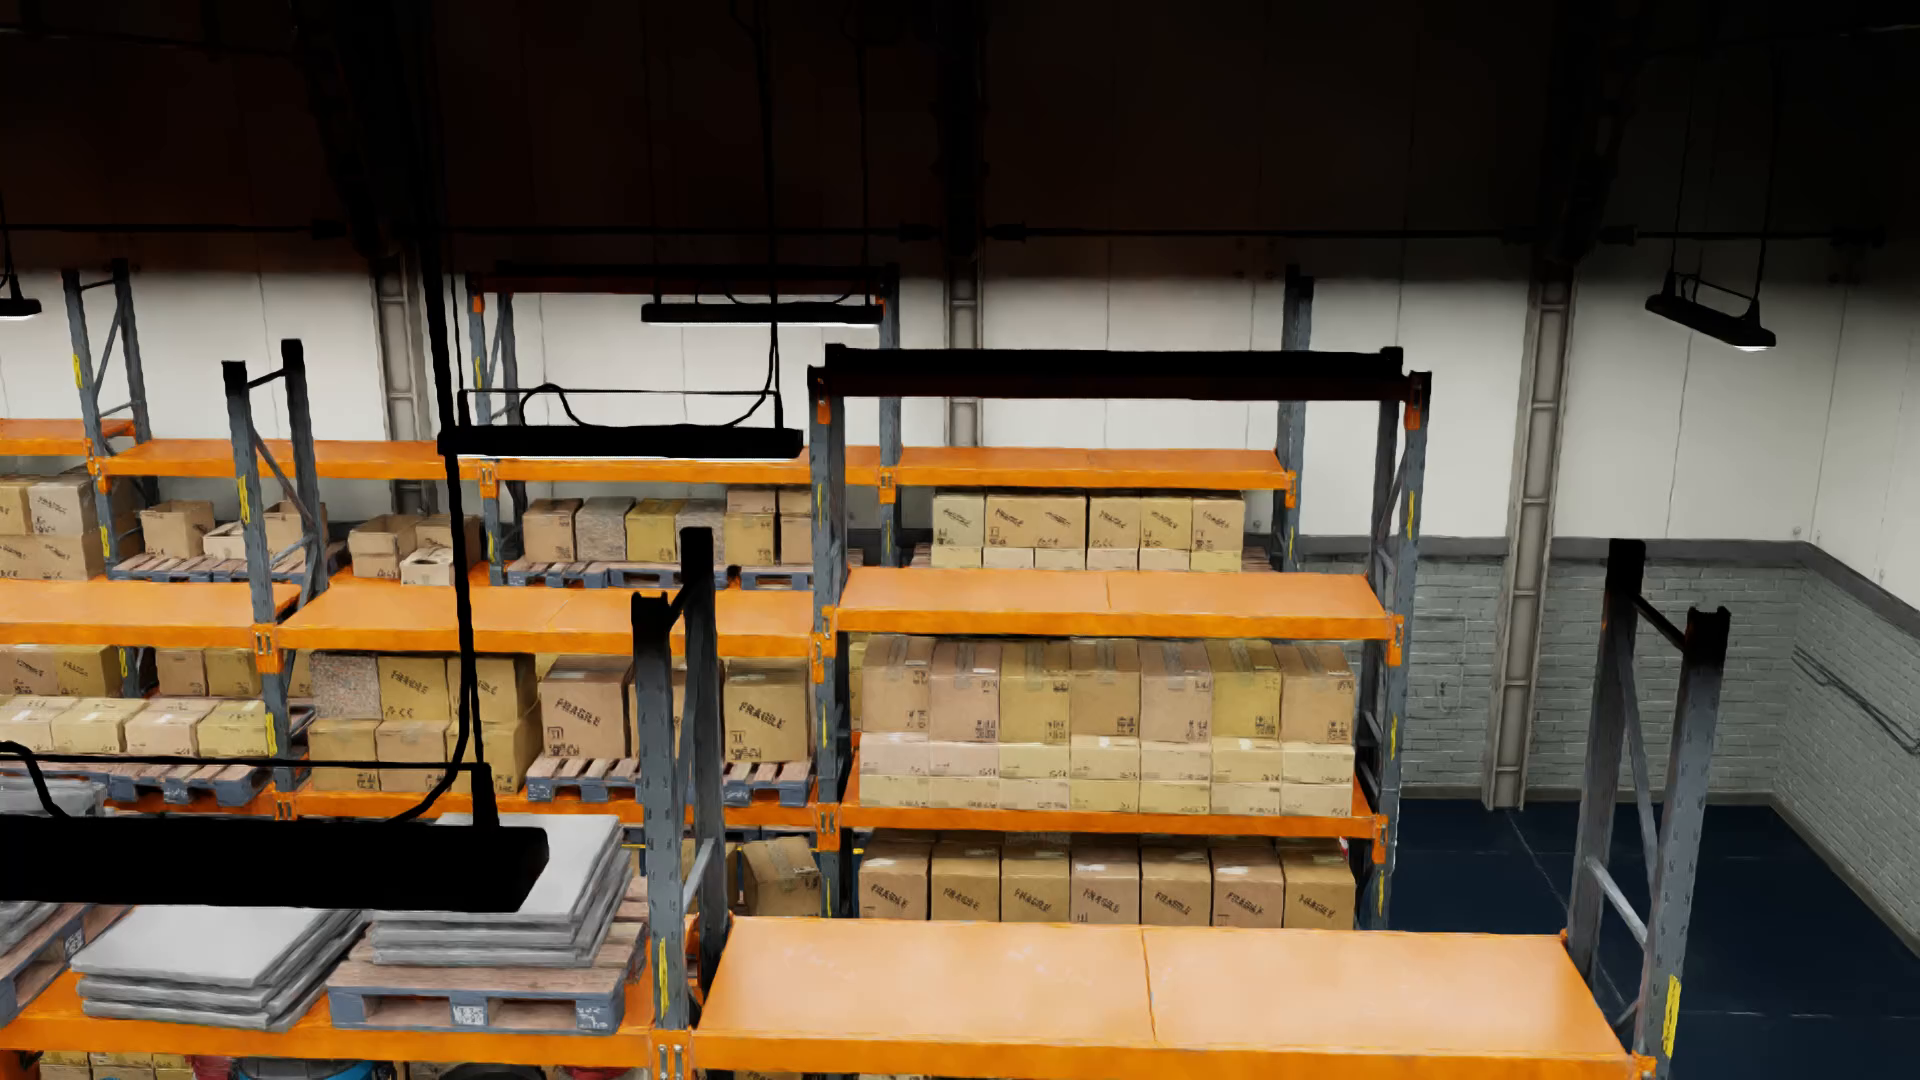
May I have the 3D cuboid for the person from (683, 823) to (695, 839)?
[{"bbox_3d":[-2.213,3.142,14.547,0.636,1.782,0.551,10,19,31],"label":"person"}]
